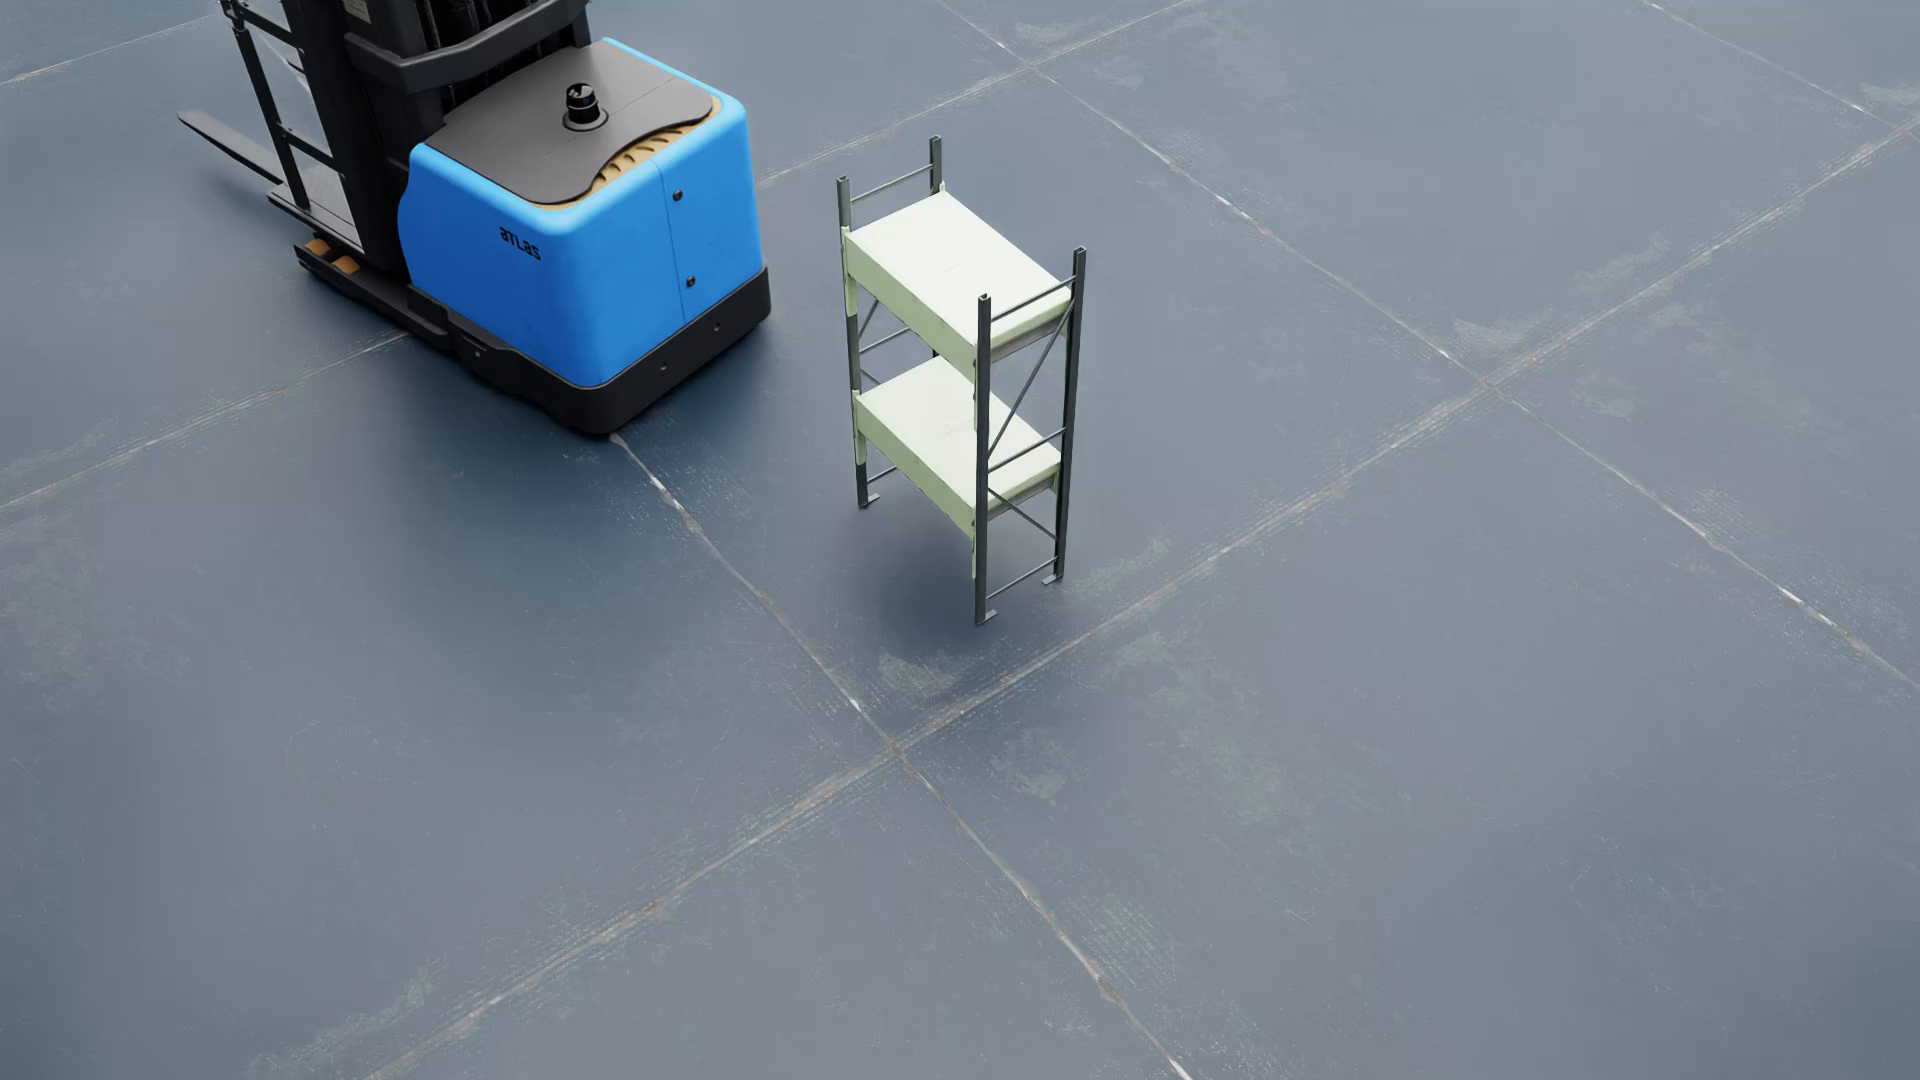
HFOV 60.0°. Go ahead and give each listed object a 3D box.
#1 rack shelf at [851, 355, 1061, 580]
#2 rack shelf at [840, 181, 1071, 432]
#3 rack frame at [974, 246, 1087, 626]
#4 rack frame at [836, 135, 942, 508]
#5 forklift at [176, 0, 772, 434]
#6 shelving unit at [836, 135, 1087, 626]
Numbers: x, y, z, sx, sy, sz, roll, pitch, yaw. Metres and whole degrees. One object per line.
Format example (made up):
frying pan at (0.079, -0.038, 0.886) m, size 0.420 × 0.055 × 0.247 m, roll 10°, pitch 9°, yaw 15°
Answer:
rack shelf at (-0.004, -0.289, 5.939) m, size 0.431 × 0.370 × 0.720 m, roll -29°, pitch 54°, yaw -24°
rack shelf at (-0.004, -0.770, 5.409) m, size 0.431 × 0.370 × 0.720 m, roll -29°, pitch 54°, yaw -24°
rack frame at (0.218, -0.292, 5.502) m, size 0.400 × 1.500 × 0.023 m, roll -29°, pitch 54°, yaw -24°
rack frame at (-0.226, -0.723, 5.894) m, size 0.400 × 1.500 × 0.023 m, roll -29°, pitch 54°, yaw -24°
forklift at (-2.266, -2.322, 6.377) m, size 3.031 × 2.935 × 1.130 m, roll 31°, pitch 55°, yaw 25°
shelving unit at (-0.004, -0.508, 5.698) m, size 0.431 × 1.500 × 0.755 m, roll -29°, pitch 54°, yaw -24°
